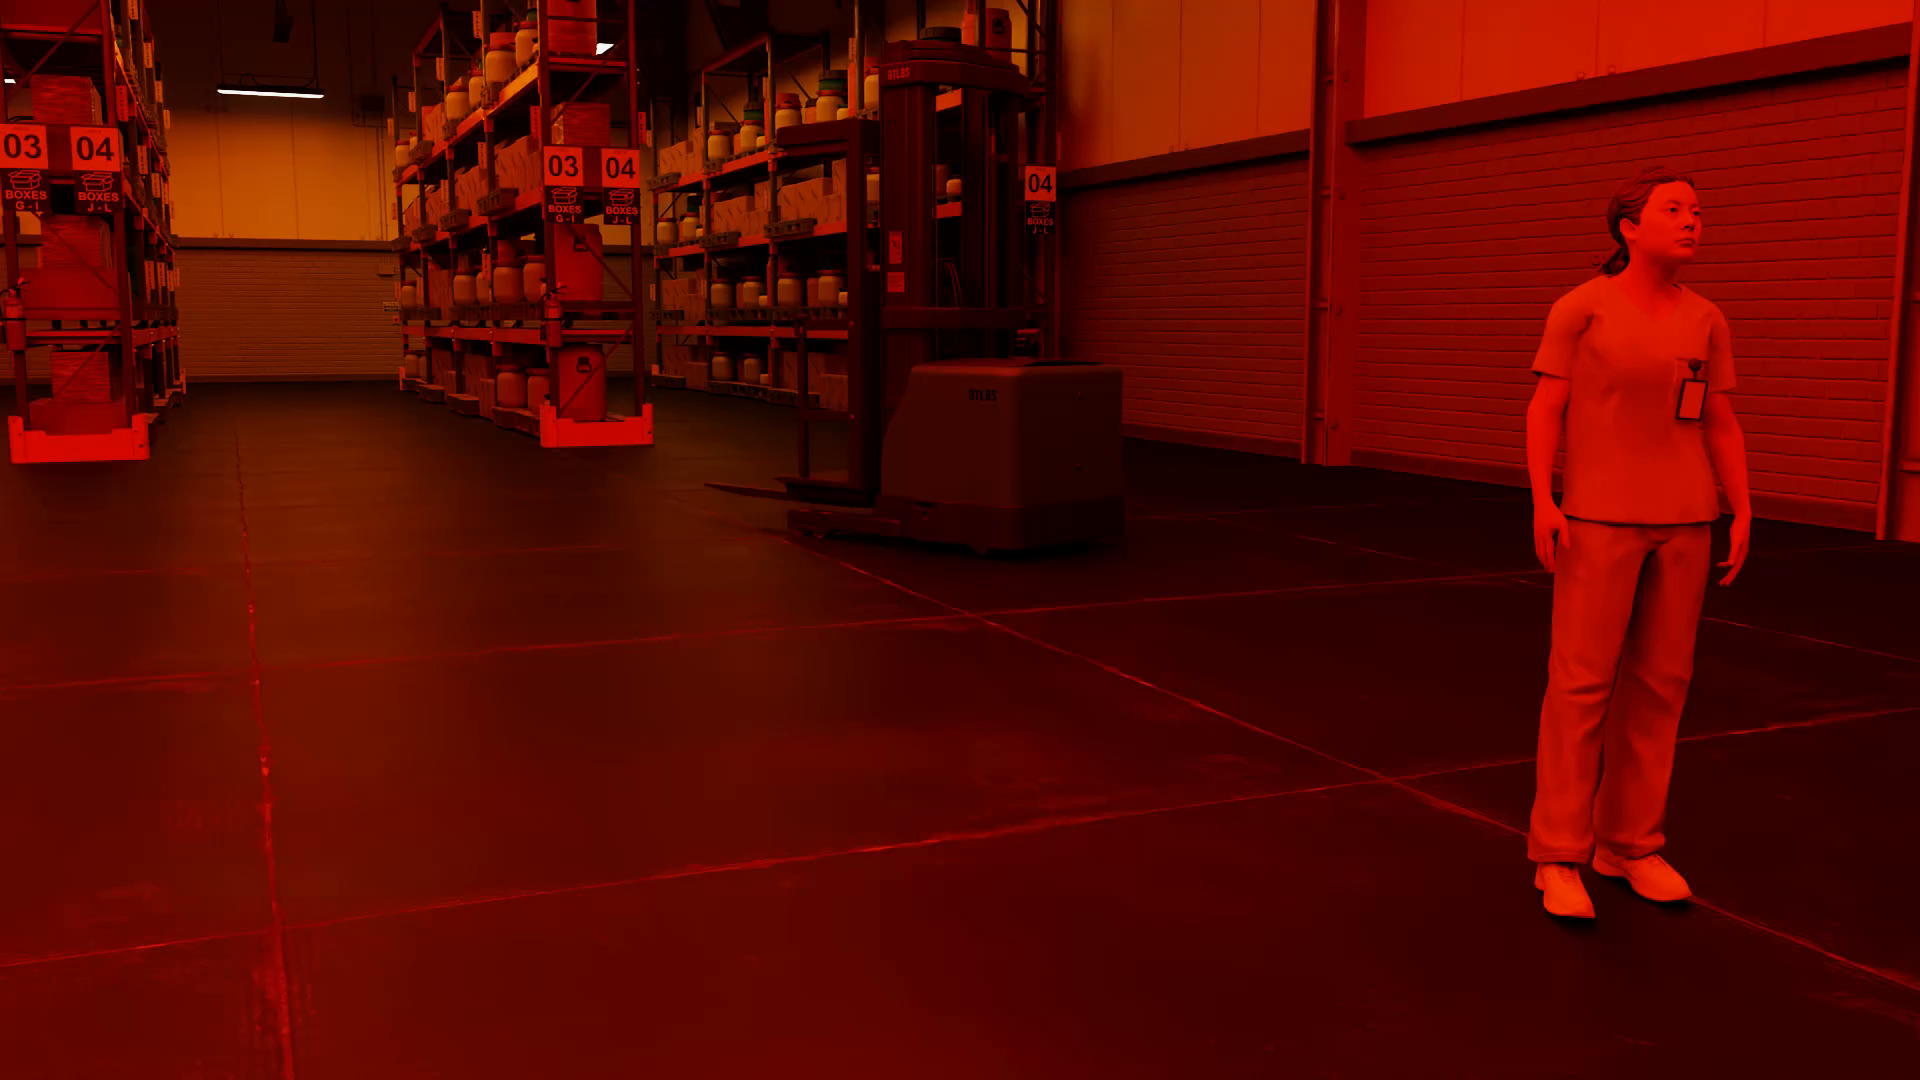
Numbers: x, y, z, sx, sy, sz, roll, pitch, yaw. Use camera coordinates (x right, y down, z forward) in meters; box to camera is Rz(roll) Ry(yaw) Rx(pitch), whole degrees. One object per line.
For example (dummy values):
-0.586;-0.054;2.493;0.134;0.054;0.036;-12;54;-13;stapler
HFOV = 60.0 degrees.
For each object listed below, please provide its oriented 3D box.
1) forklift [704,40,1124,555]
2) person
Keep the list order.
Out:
-0.436;-1.509;10.383;3.031;2.935;1.130;7;10;44;forklift
1.574;-0.016;3.816;0.545;1.676;0.546;-1;8;-4;person
